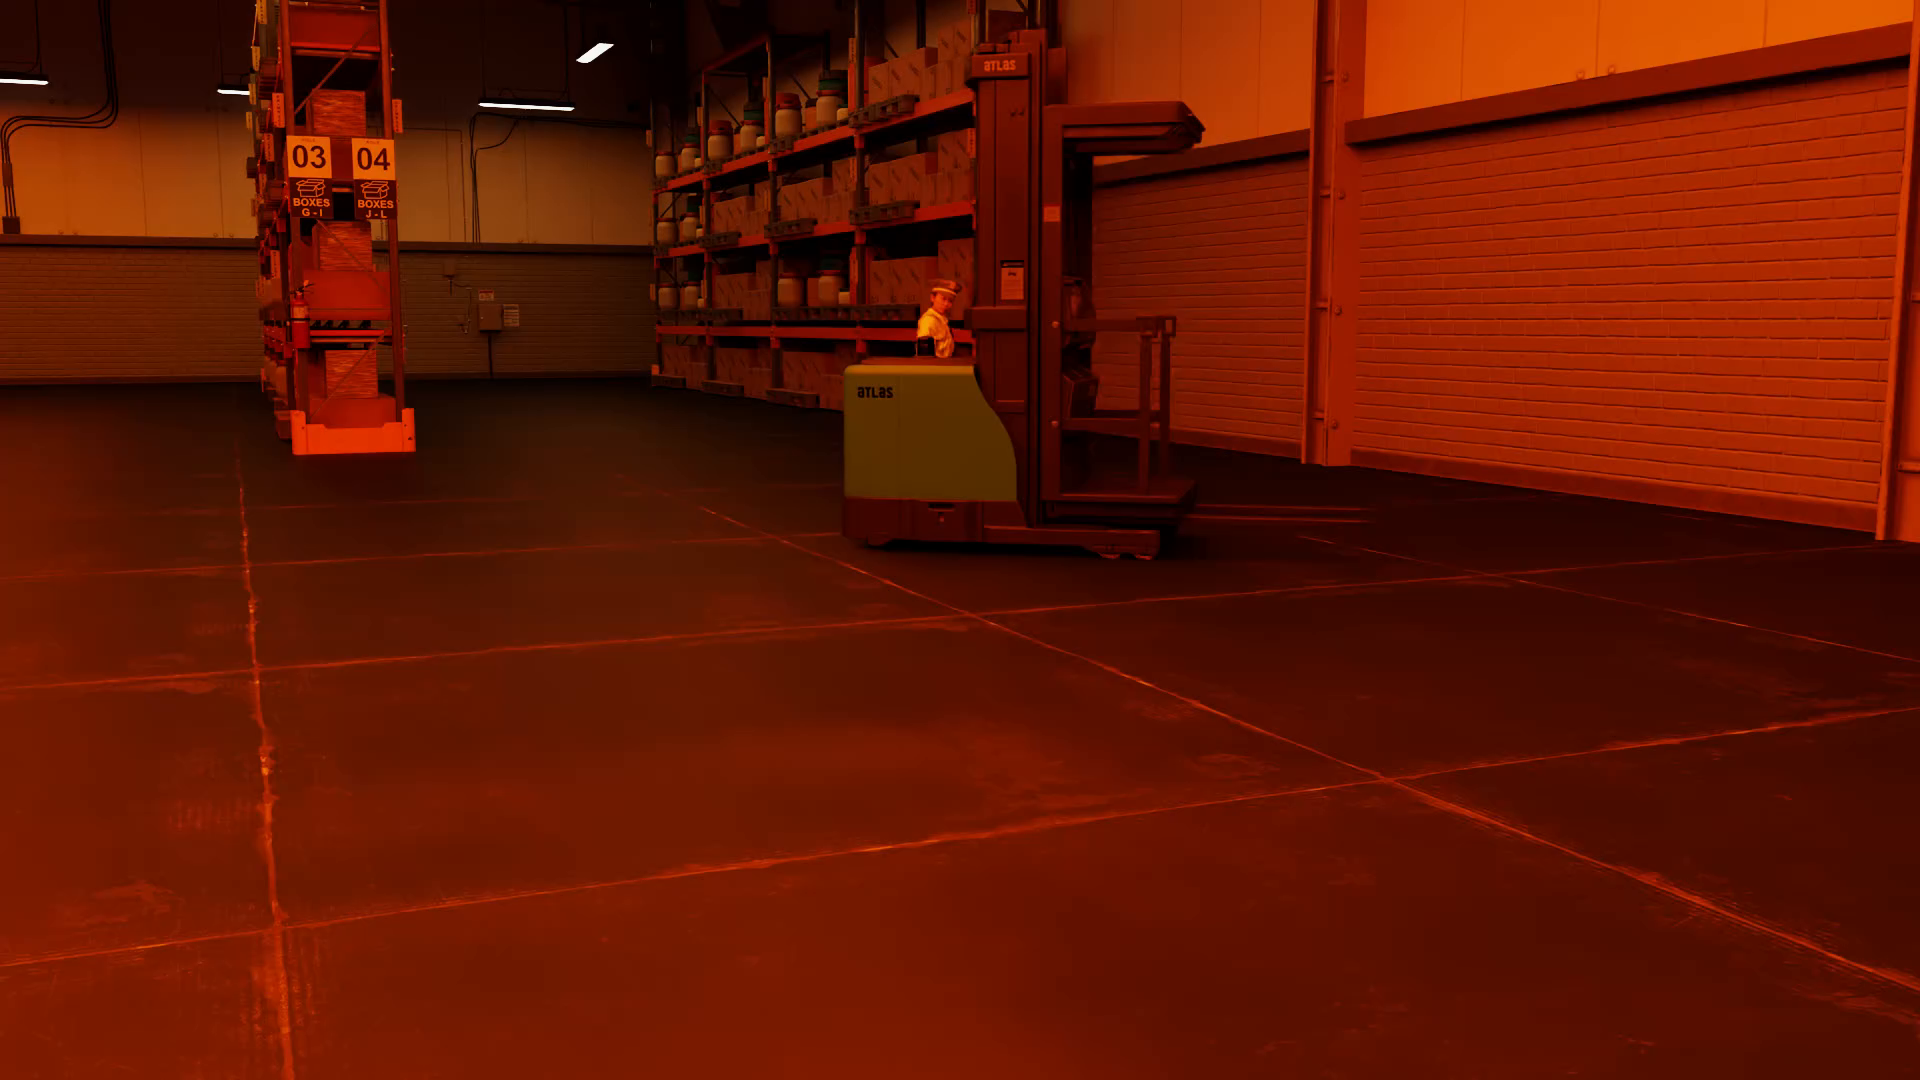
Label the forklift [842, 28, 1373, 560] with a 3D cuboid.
[{"bbox_3d":[0.881,-1.416,9.680,3.031,2.935,1.130,2,8,13],"label":"forklift"}]

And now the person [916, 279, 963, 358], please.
[{"bbox_3d":[-0.135,-1.106,12.346,0.476,1.639,0.697,-1,8,-7],"label":"person"}]
